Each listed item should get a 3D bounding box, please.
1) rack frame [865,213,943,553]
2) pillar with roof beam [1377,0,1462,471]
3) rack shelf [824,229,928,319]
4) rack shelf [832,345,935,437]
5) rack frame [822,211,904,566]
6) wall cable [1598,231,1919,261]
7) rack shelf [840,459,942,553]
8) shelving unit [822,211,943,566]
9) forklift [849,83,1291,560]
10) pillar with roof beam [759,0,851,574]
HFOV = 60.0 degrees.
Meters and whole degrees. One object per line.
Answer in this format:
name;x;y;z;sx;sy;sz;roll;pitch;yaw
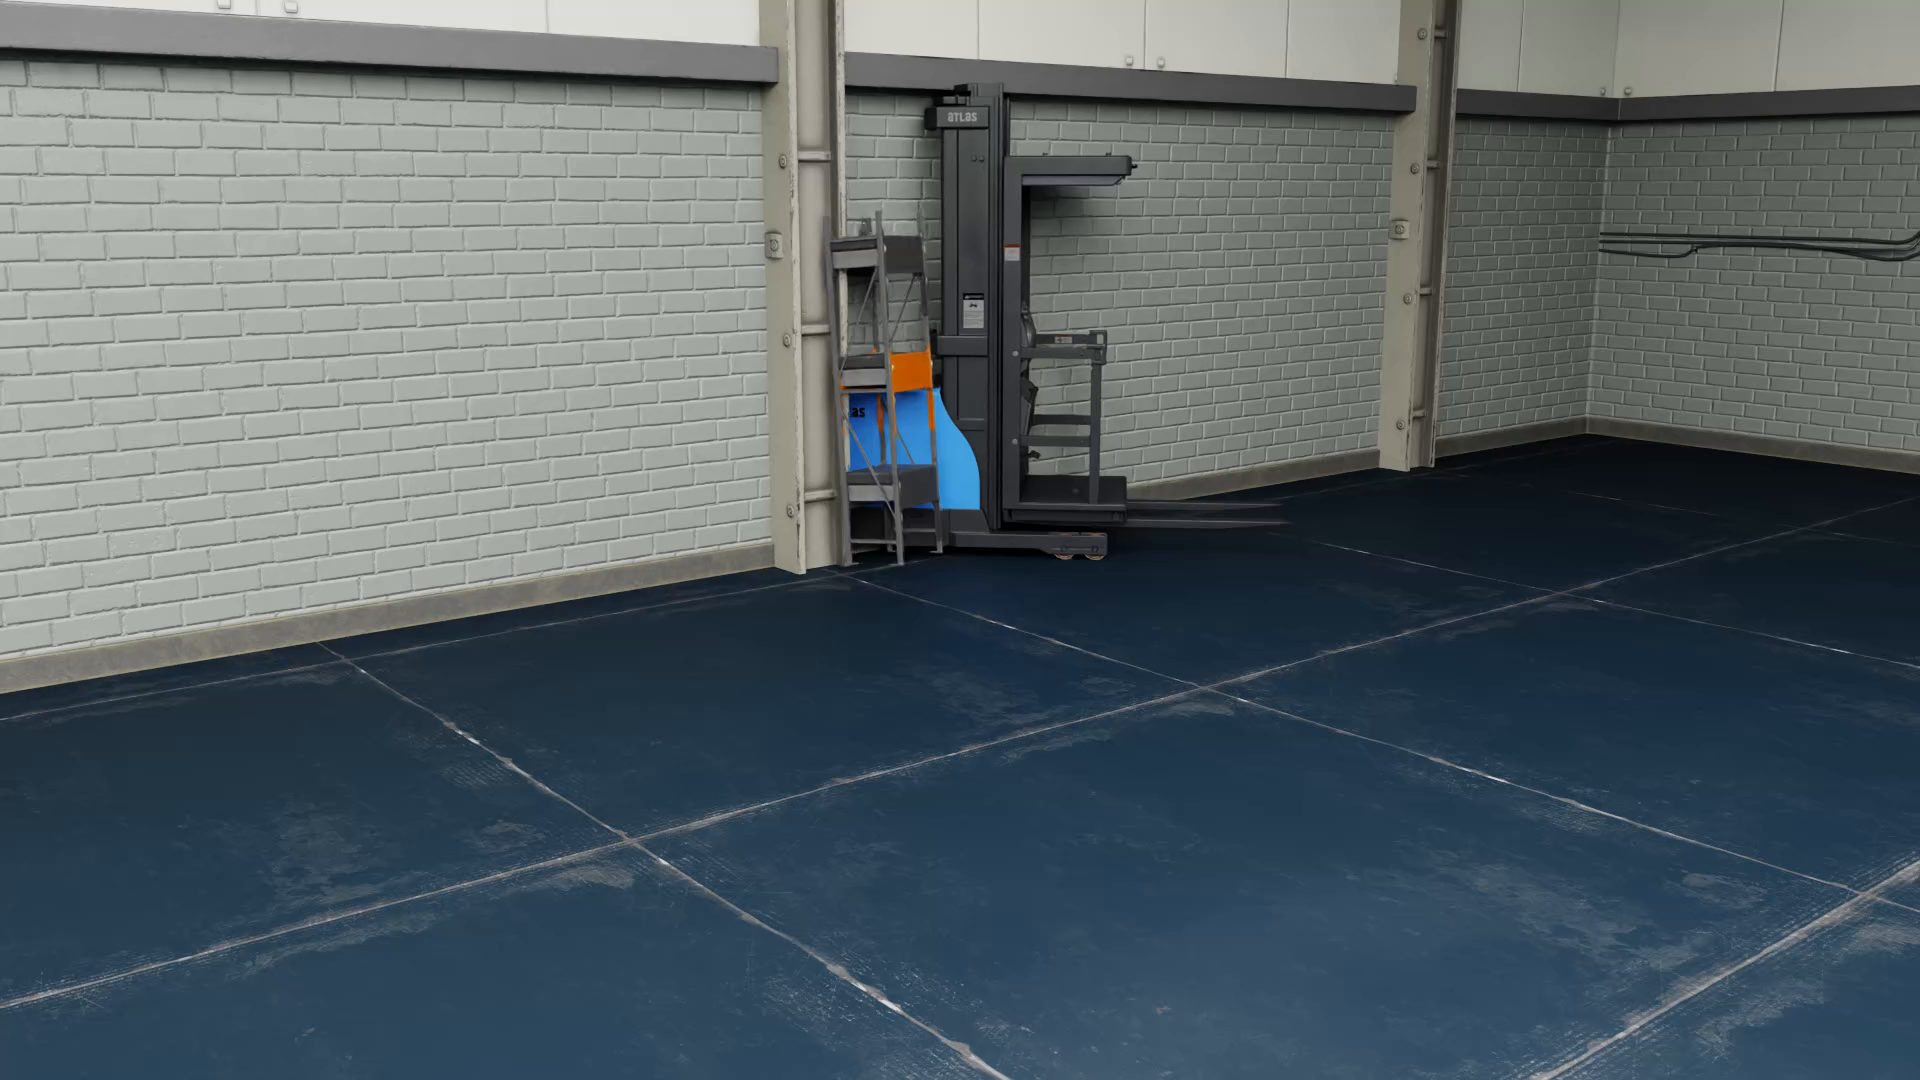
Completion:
rack frame;-0.346;-0.959;10.366;0.400;2.100;0.015;1;9;29
pillar with roof beam;6.451;-4.323;9.823;0.400;9.000;9.100;-9;15;-38
rack shelf;-0.502;-1.601;10.060;0.431;0.518;0.480;1;9;29
rack shelf;-0.461;-0.909;10.157;0.431;0.518;0.480;1;9;29
rack frame;-0.578;-0.886;9.943;0.400;2.100;0.015;1;9;29
wall cable;6.888;-3.670;14.224;0.112;2.526;3.097;-9;15;-38
rack shelf;-0.420;-0.217;10.253;0.431;0.518;0.480;1;9;29
shelving unit;-0.462;-0.923;10.155;0.431;2.100;0.503;1;9;29
forklift;0.624;-1.422;10.768;3.031;2.935;1.130;1;12;5
pillar with roof beam;1.765;-3.544;6.156;0.400;9.000;9.100;-9;15;-38
